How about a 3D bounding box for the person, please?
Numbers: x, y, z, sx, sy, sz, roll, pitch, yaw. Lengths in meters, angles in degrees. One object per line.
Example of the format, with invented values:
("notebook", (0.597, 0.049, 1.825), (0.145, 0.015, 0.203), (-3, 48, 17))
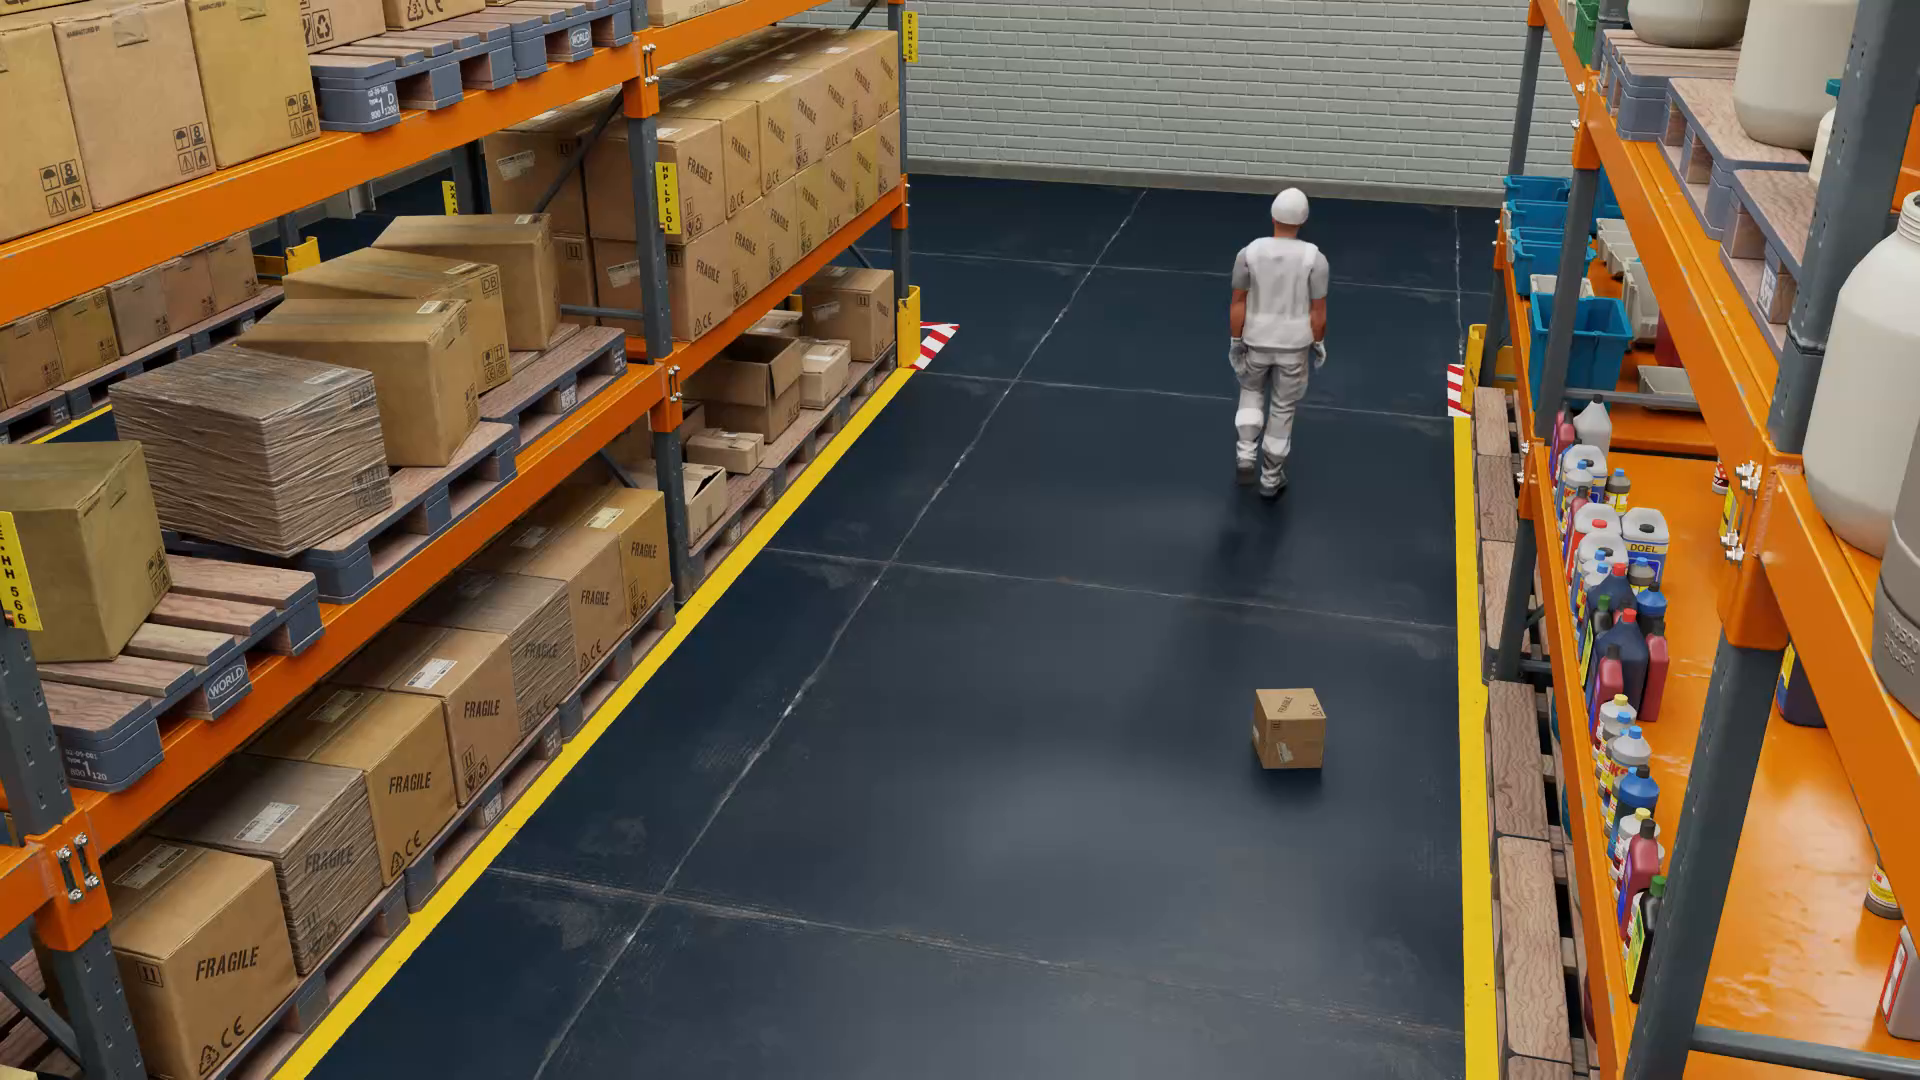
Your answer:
("person", (1.801, -1.114, 9.408), (0.534, 1.795, 0.448), (9, 27, 19))
